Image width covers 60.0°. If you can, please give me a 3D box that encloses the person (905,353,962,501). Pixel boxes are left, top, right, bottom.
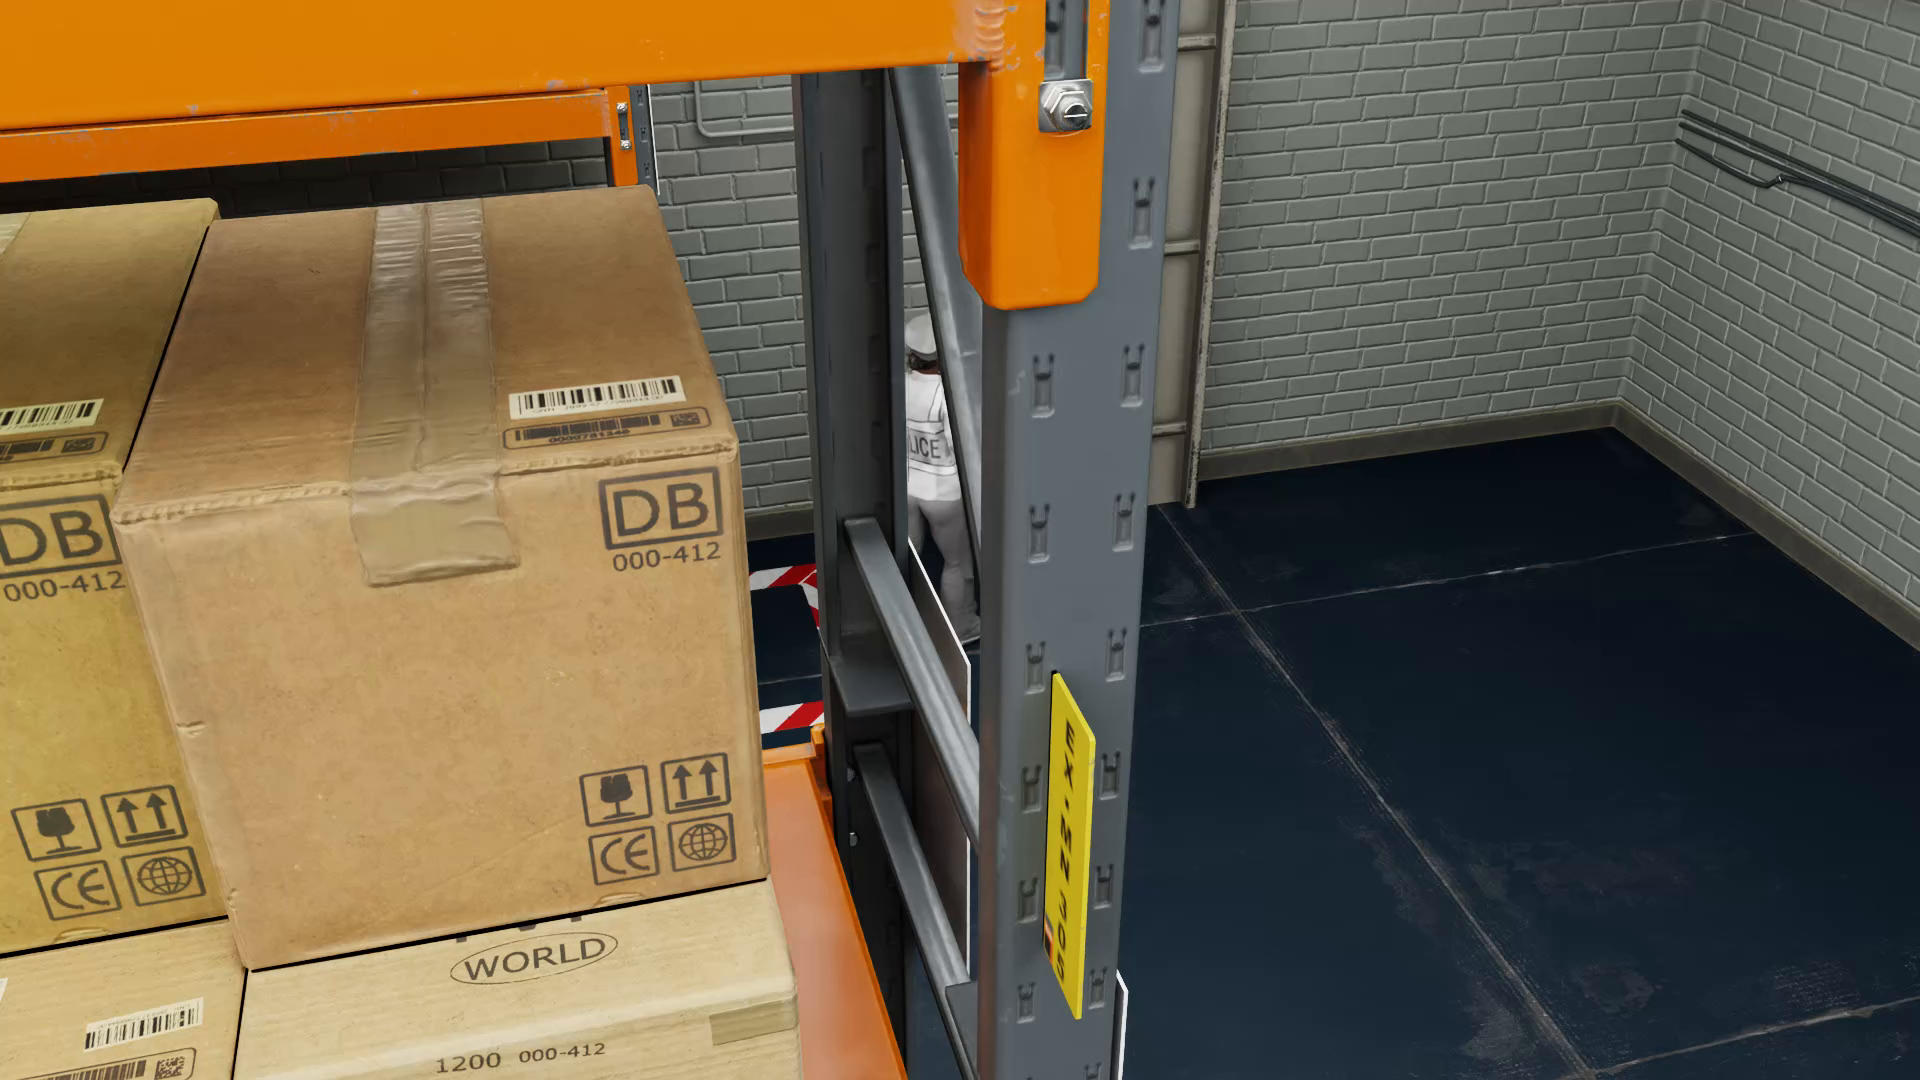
[{"bbox_3d":[-0.090,-0.496,7.295,0.584,0.963,0.343,17,34,26],"label":"person"}]
